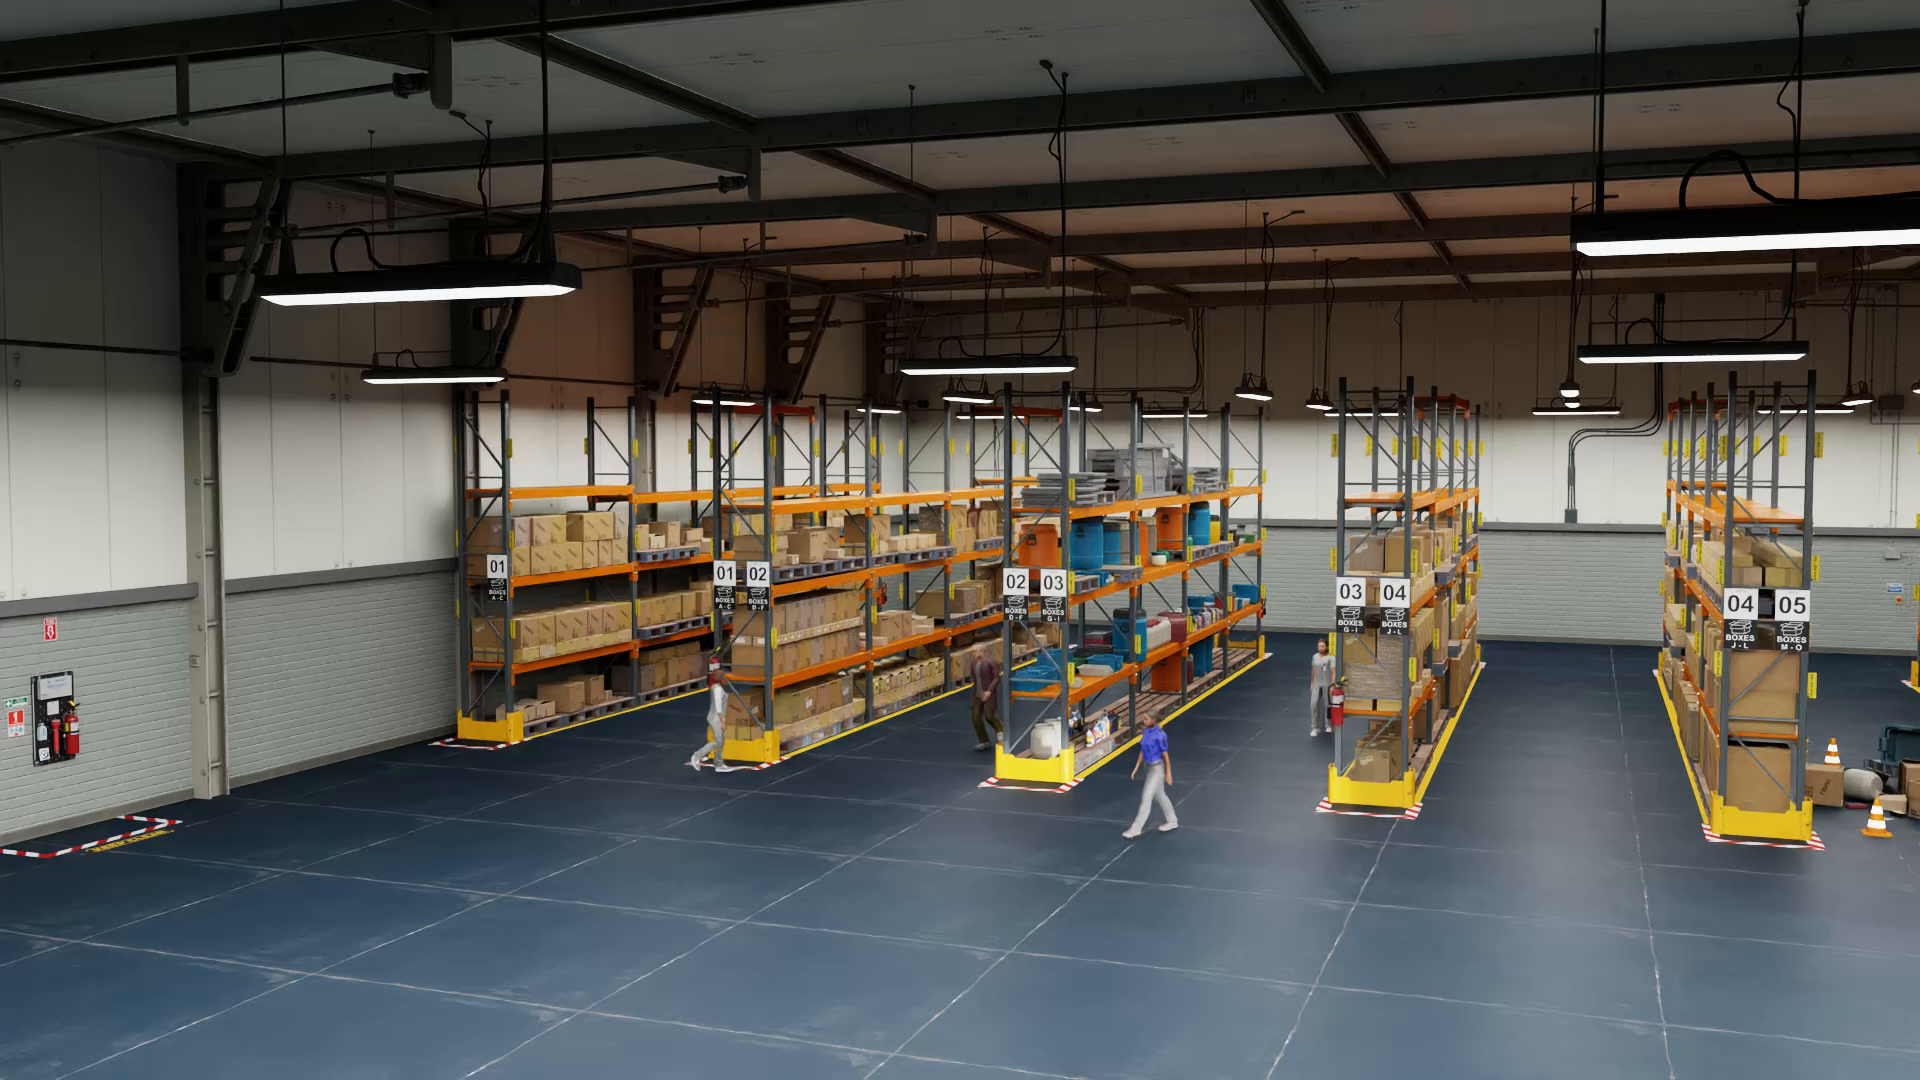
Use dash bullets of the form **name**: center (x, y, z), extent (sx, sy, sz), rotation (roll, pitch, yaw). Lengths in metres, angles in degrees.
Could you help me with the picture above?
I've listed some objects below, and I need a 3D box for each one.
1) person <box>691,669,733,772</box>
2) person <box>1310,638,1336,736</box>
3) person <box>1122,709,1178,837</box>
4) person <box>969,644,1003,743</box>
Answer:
- **person**: center (-3.815, 2.785, 25.553), extent (0.634, 1.593, 0.435), rotation (0, 3, -6)
- **person**: center (6.356, 2.570, 29.146), extent (0.501, 1.698, 0.619), rotation (2, 4, 36)
- **person**: center (2.446, 2.989, 21.540), extent (0.911, 1.614, 0.478), rotation (-1, 3, -19)
- **person**: center (0.428, 2.564, 27.814), extent (0.635, 1.672, 0.659), rotation (2, 4, 34)
